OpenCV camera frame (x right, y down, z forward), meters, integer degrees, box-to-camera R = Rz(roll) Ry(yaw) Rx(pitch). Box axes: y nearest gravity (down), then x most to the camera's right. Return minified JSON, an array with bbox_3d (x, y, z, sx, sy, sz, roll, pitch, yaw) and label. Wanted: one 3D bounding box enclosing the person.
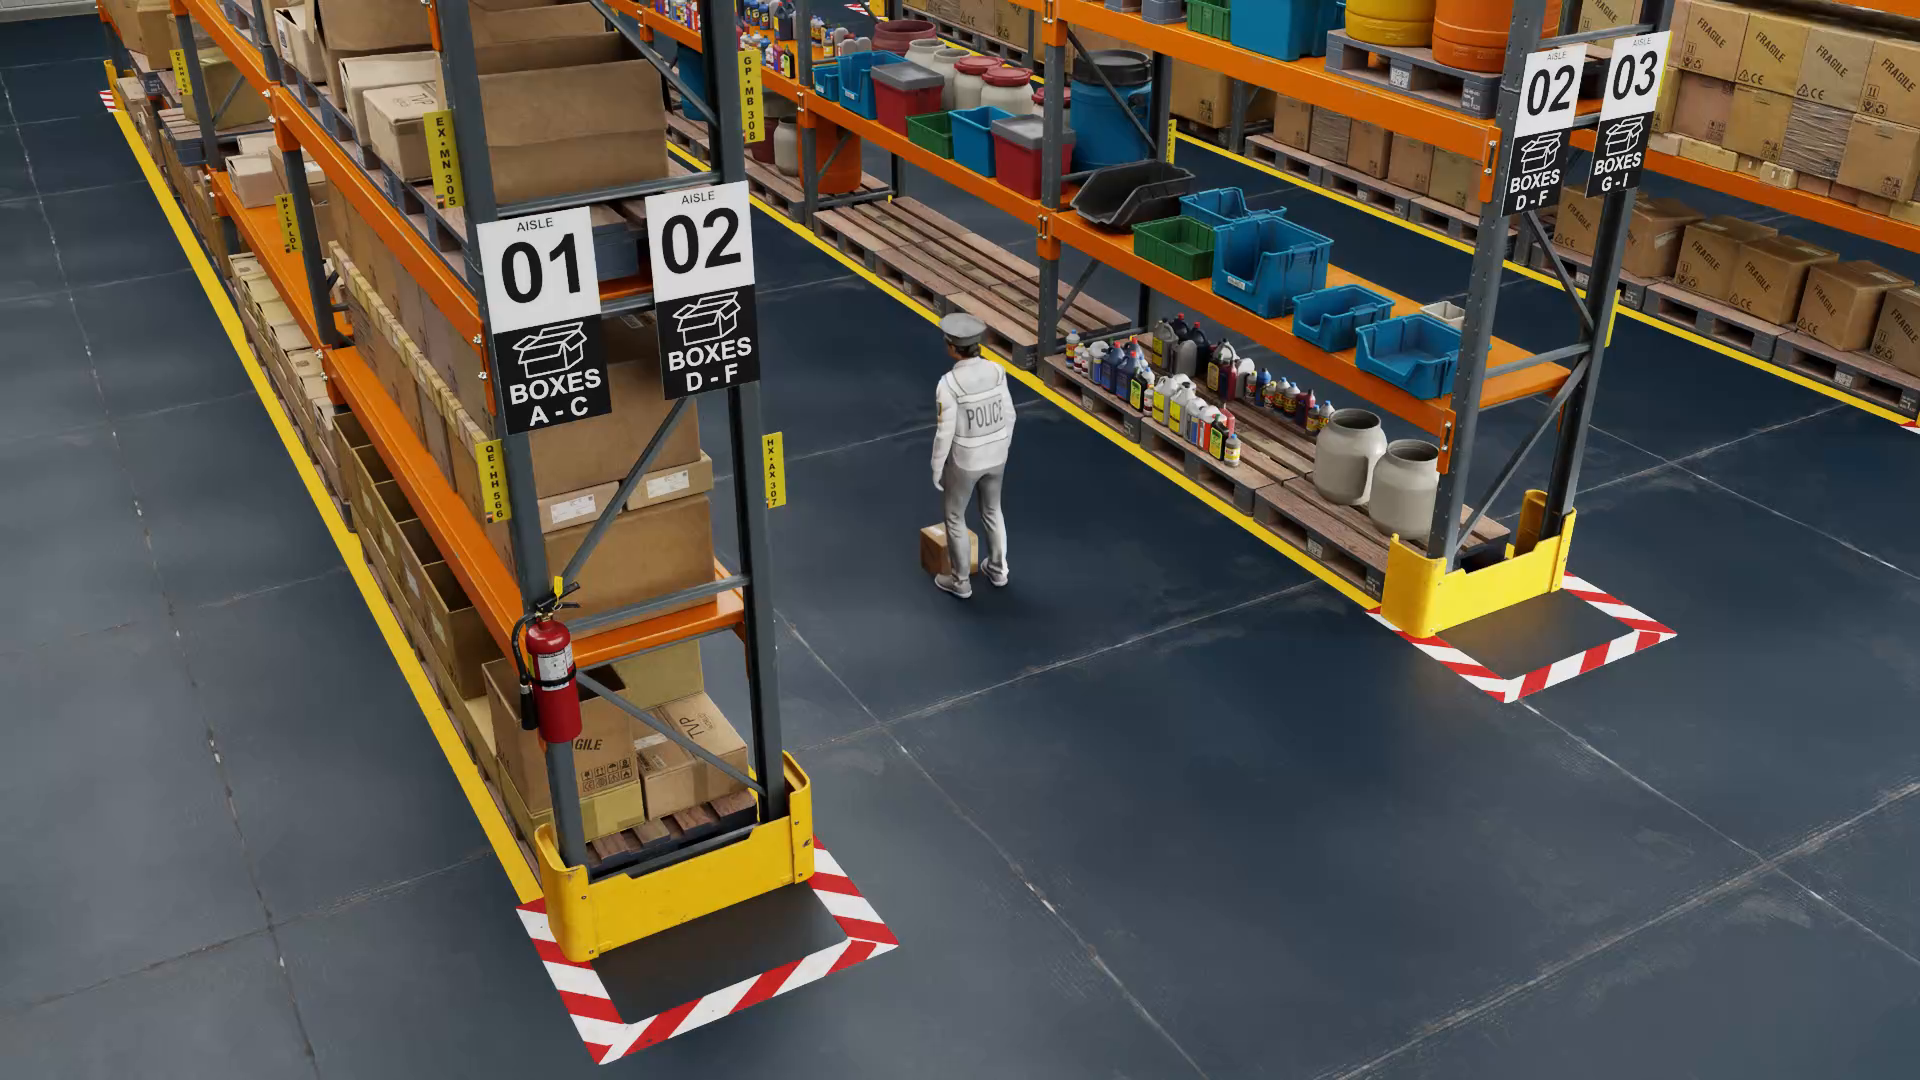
[{"bbox_3d":[0.063,-0.452,9.362,0.531,1.662,0.375,-18,34,-28],"label":"person"}]
